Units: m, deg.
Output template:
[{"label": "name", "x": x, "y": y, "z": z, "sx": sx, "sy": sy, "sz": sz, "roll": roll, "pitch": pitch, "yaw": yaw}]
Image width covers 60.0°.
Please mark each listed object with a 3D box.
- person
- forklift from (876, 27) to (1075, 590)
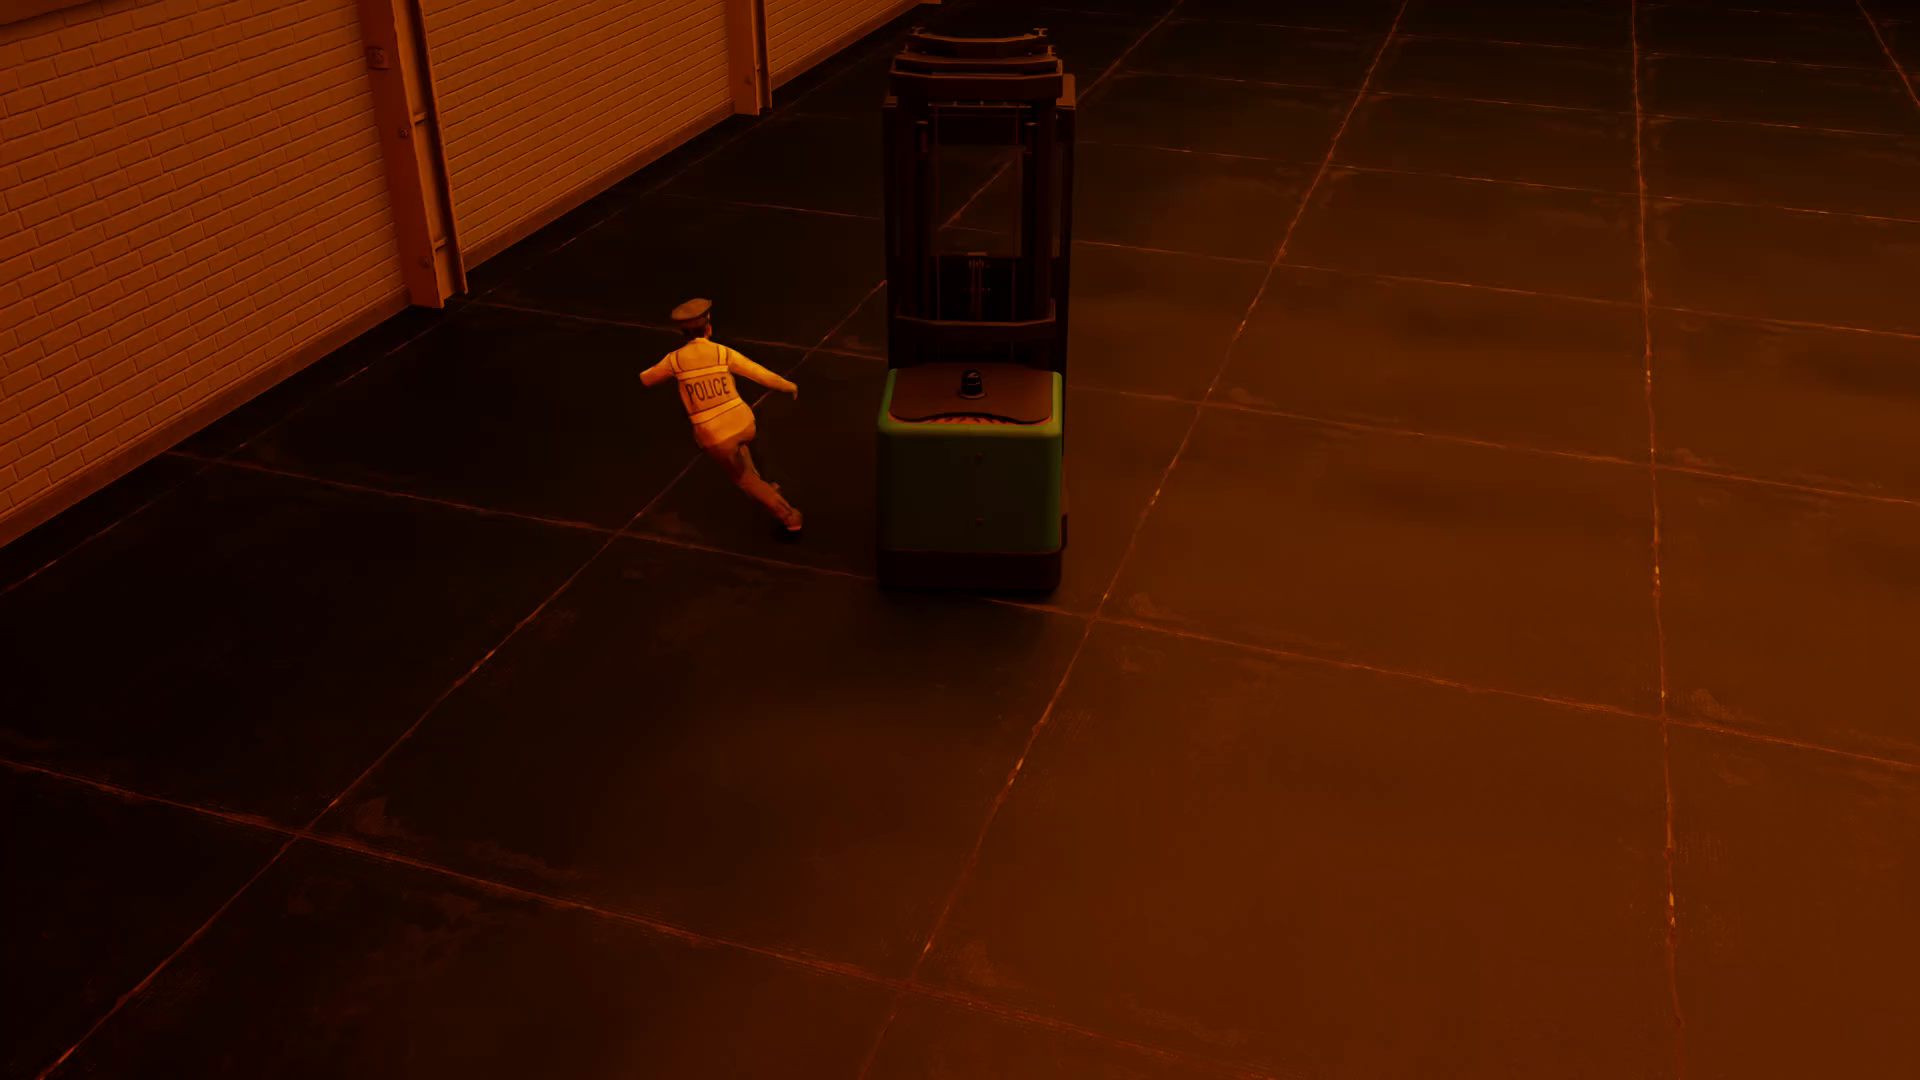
[{"label": "person", "x": -1.396, "y": -0.743, "z": 9.944, "sx": 0.908, "sy": 1.434, "sz": 0.822, "roll": -13, "pitch": 32, "yaw": -22}, {"label": "forklift", "x": 0.121, "y": -1.685, "z": 10.092, "sx": 1.130, "sy": 2.935, "sz": 3.031, "roll": 1, "pitch": 30, "yaw": 3}]
